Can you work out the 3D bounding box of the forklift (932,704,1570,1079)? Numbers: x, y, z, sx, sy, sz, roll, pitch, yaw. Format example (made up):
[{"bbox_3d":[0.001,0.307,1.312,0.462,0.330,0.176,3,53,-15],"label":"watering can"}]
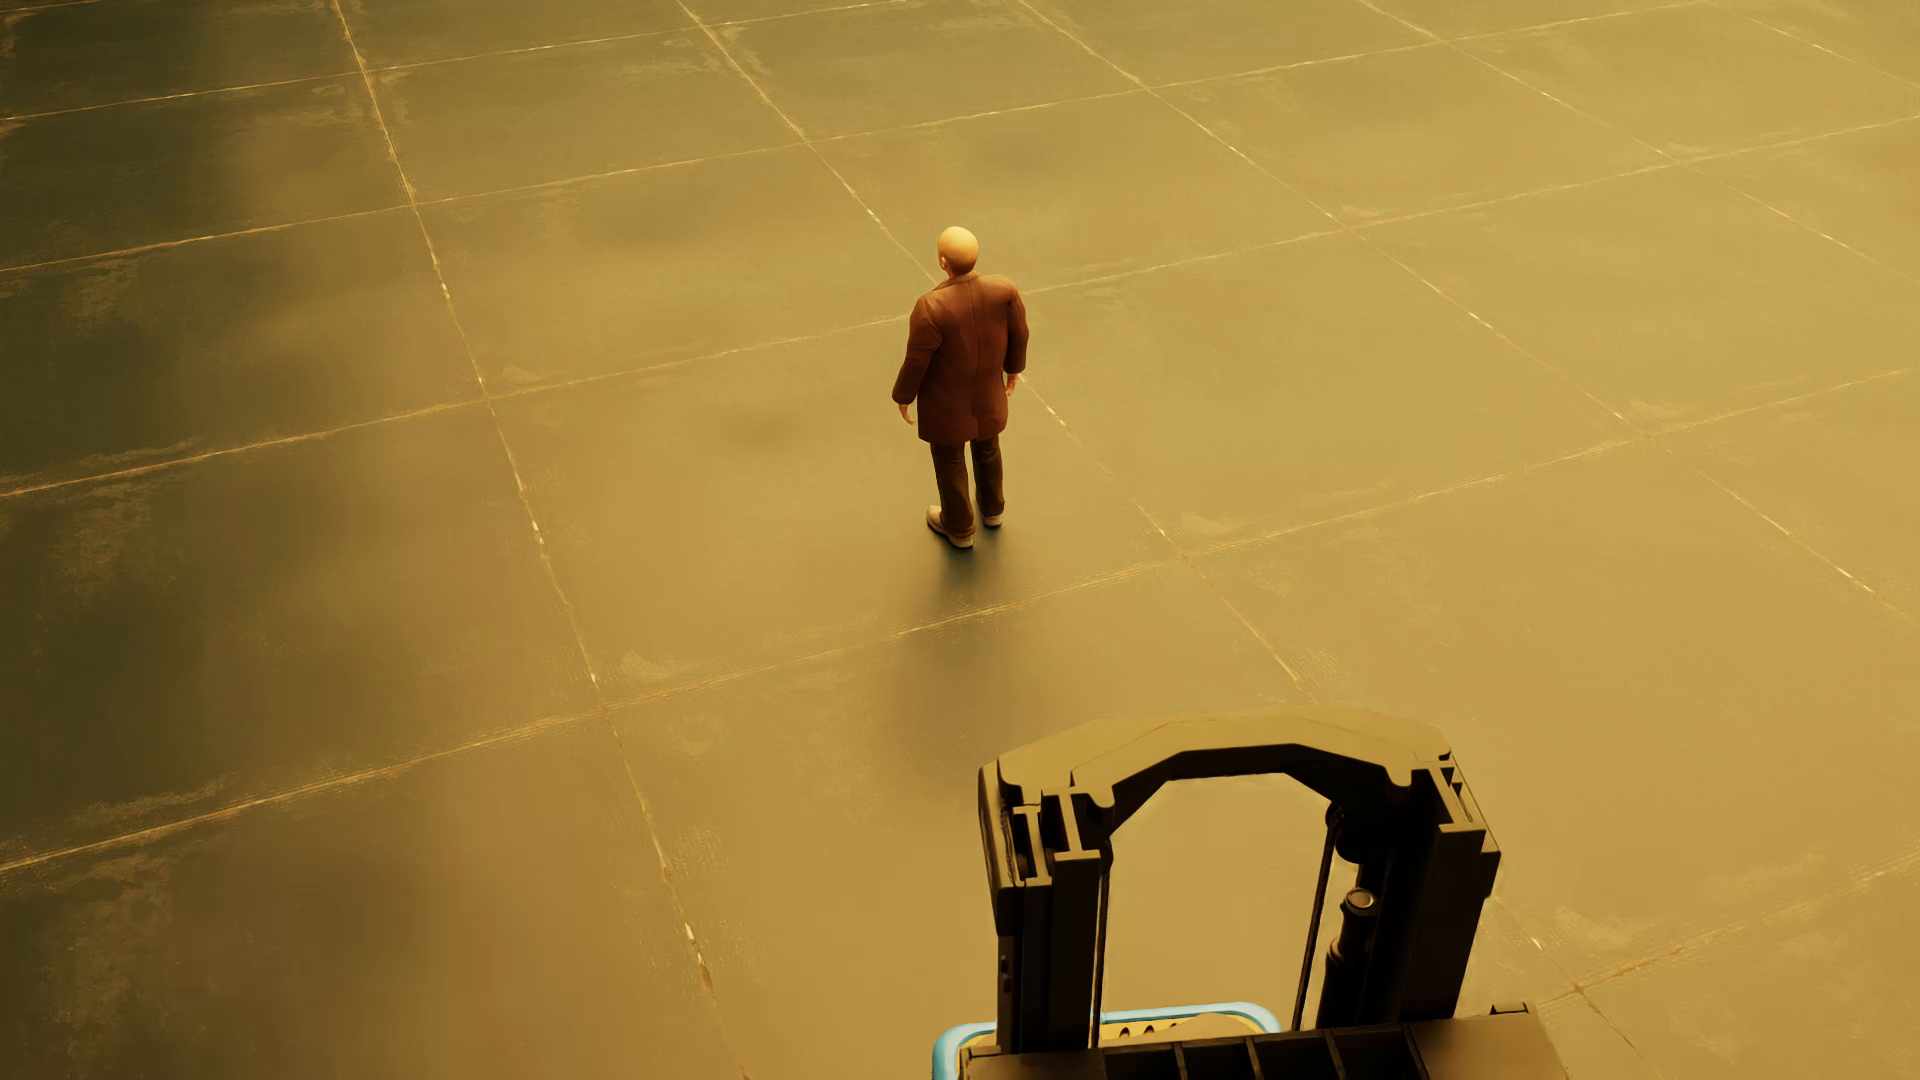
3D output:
[{"bbox_3d":[0.567,1.908,3.416,1.130,2.935,3.031,-3,36,-5],"label":"forklift"}]

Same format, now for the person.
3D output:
[{"bbox_3d":[-0.031,-0.780,8.178,0.696,1.775,0.582,-14,38,-19],"label":"person"}]
